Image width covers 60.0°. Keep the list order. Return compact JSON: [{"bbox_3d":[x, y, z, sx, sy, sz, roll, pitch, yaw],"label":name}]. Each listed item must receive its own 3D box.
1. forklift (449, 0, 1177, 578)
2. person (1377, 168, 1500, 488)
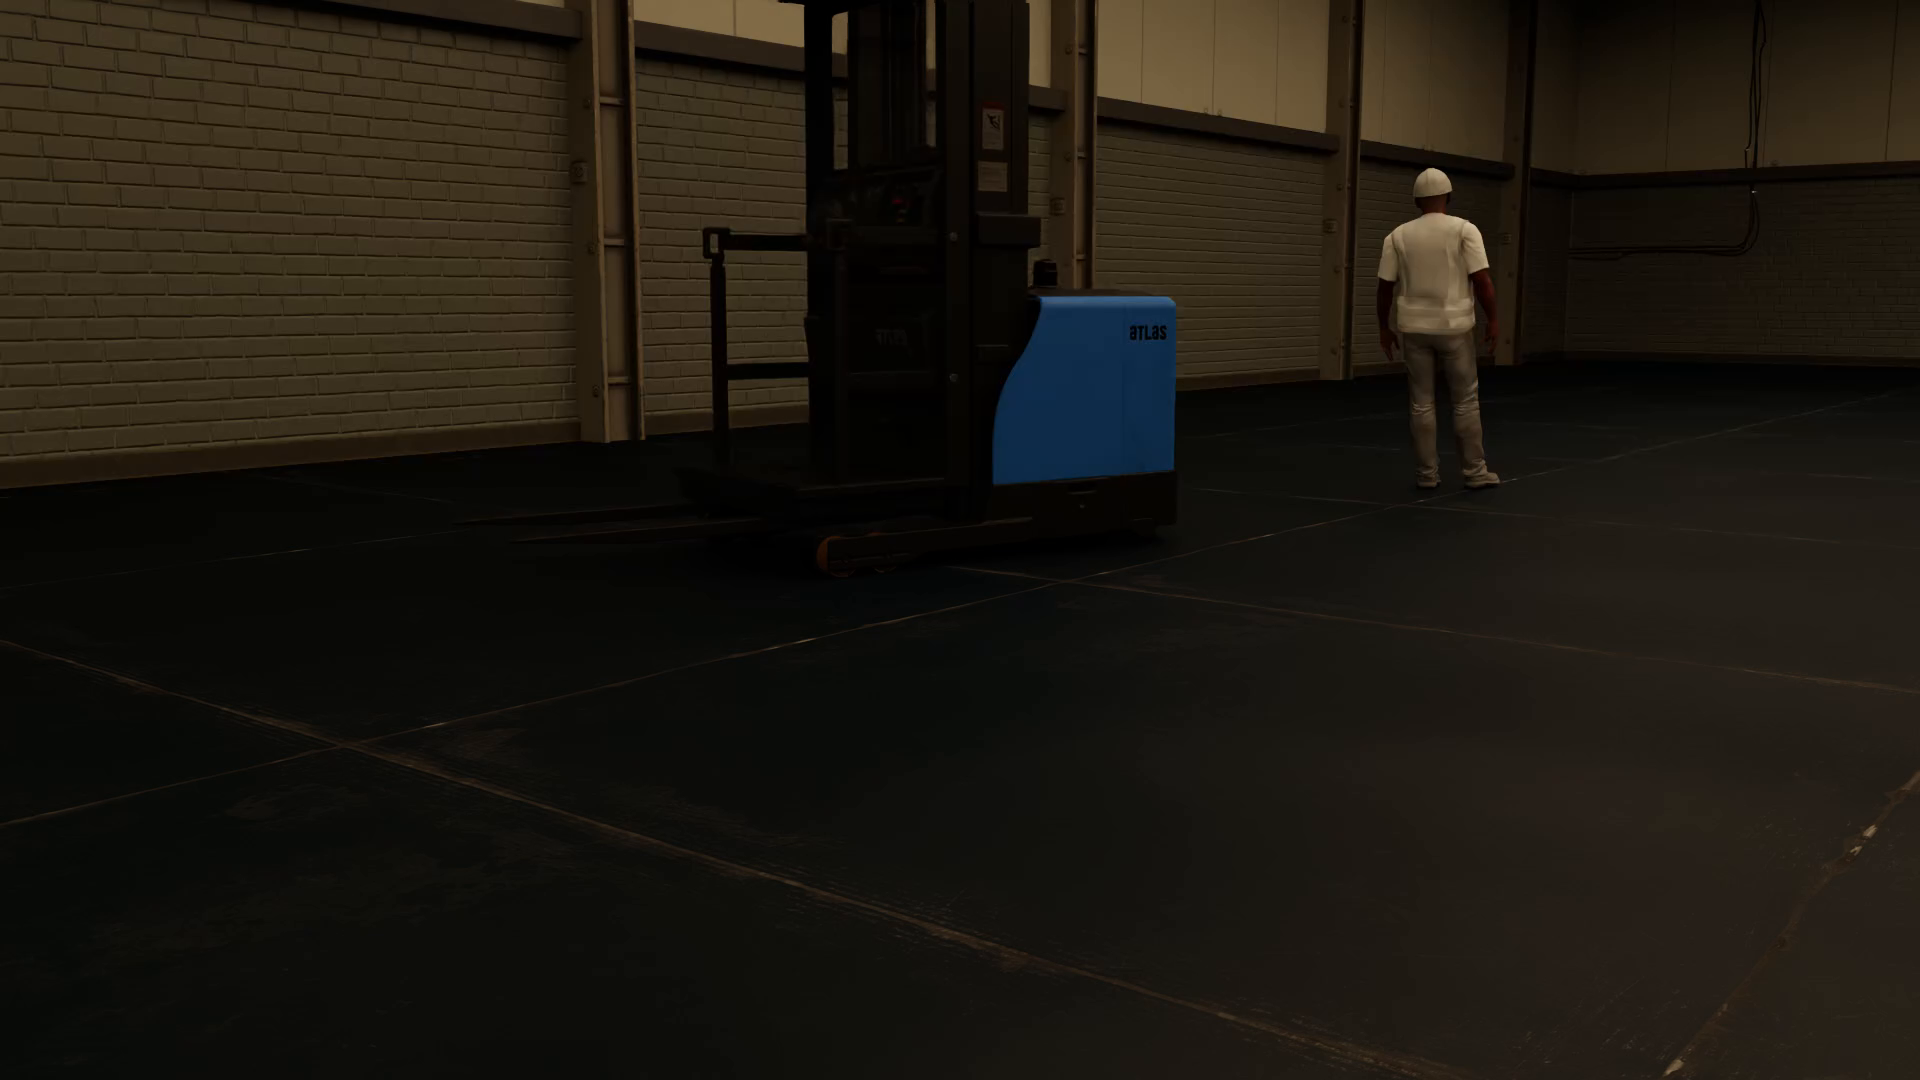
[{"bbox_3d":[-0.530,-1.390,6.781,3.031,2.935,1.130,-6,10,-35],"label":"forklift"},{"bbox_3d":[2.694,-1.182,9.331,0.665,1.768,0.575,5,10,30],"label":"person"}]
